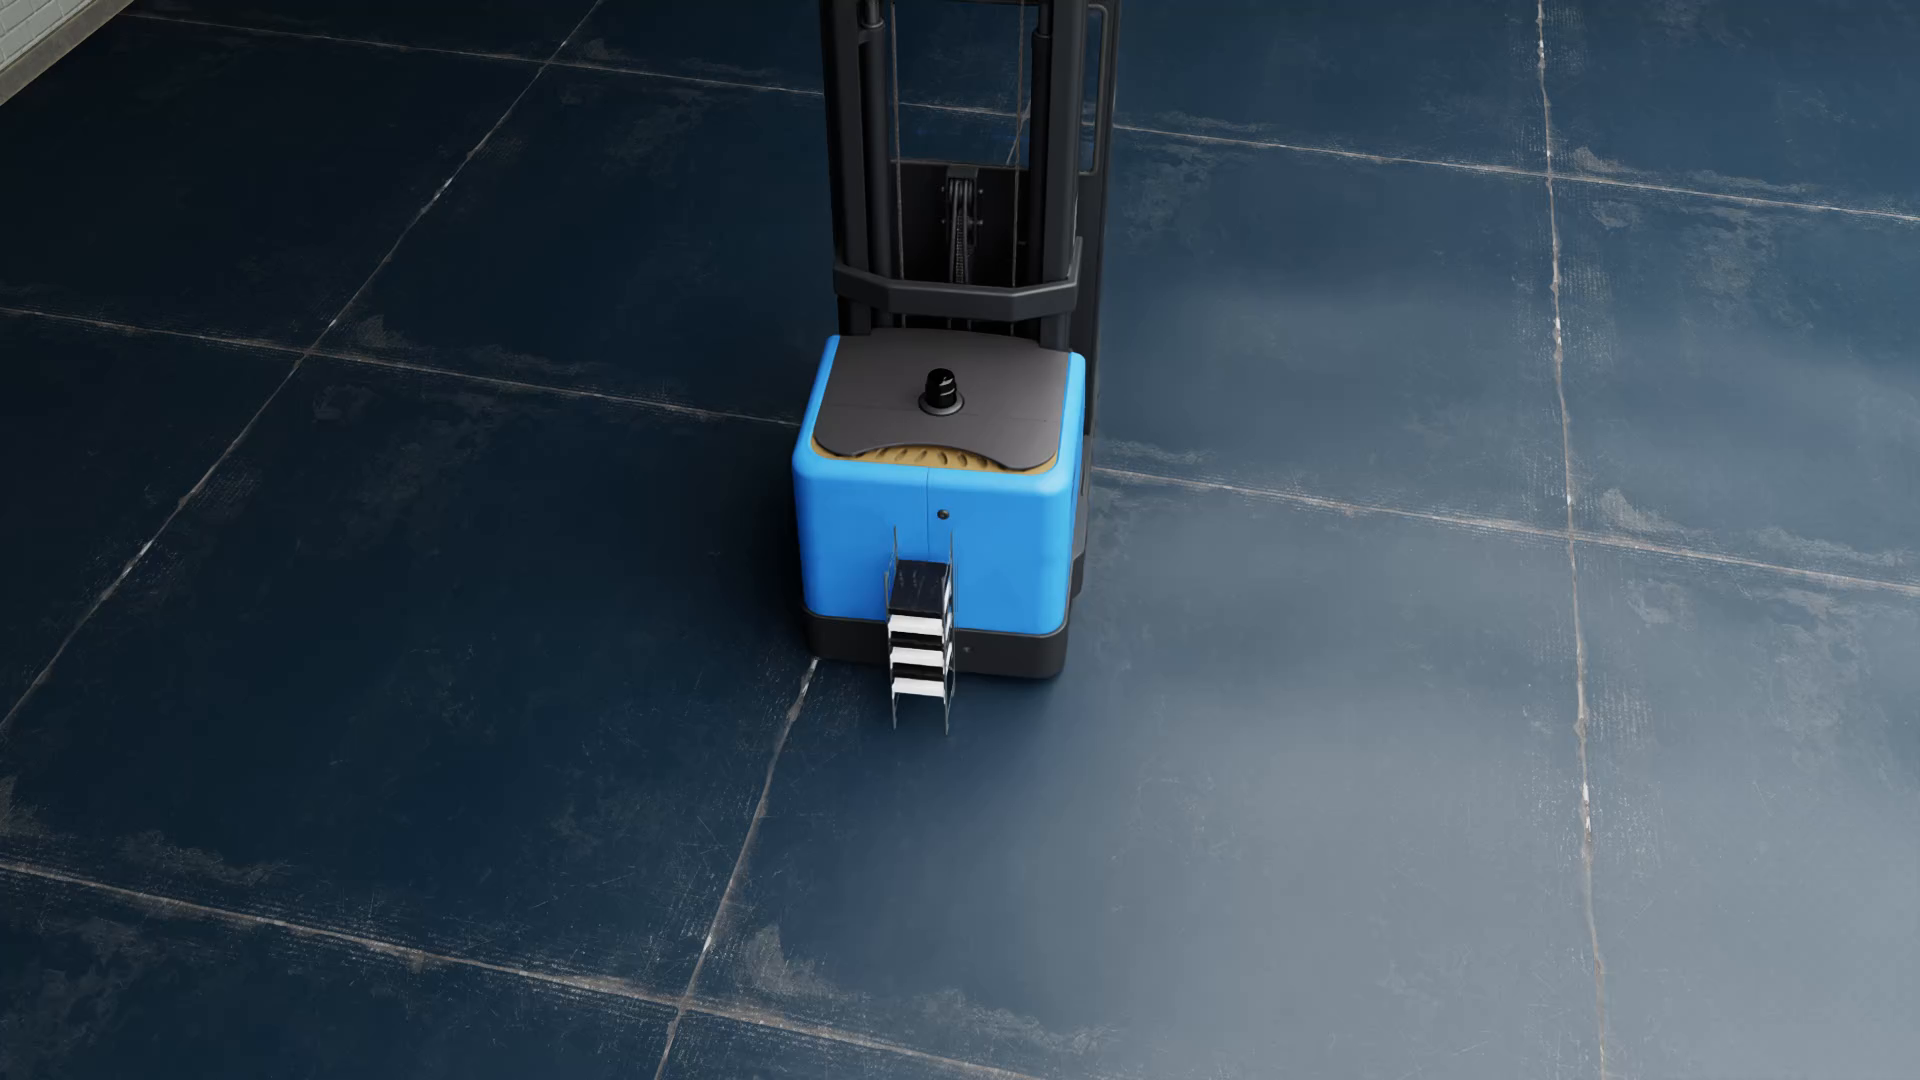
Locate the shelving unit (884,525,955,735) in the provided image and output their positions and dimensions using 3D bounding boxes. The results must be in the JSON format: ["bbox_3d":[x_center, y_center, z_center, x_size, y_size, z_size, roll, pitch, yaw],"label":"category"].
[{"bbox_3d":[-0.142,0.349,6.188,0.210,0.900,0.258,5,47,6],"label":"shelving unit"}]

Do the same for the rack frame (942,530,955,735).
[{"bbox_3d":[-0.041,0.358,6.179,0.006,0.900,0.240,5,47,6],"label":"rack frame"}]

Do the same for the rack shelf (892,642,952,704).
[{"bbox_3d":[-0.140,0.495,6.344,0.200,0.077,0.258,5,47,6],"label":"rack shelf"}]

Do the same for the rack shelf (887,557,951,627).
[{"bbox_3d":[-0.144,0.187,6.015,0.200,0.077,0.258,5,47,6],"label":"rack shelf"}]

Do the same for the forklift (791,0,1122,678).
[{"bbox_3d":[0.065,-1.537,6.694,1.130,2.935,3.031,5,44,5],"label":"forklift"}]

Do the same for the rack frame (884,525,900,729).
[{"bbox_3d":[-0.243,0.340,6.198,0.006,0.900,0.240,5,47,6],"label":"rack frame"}]

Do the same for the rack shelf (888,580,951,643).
[{"bbox_3d":[-0.143,0.249,6.081,0.200,0.077,0.258,5,47,6],"label":"rack shelf"}]

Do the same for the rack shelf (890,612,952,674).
[{"bbox_3d":[-0.142,0.372,6.213,0.200,0.077,0.258,5,47,6],"label":"rack shelf"}]

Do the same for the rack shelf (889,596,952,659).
[{"bbox_3d":[-0.142,0.310,6.147,0.200,0.077,0.258,5,47,6],"label":"rack shelf"}]

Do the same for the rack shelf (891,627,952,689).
[{"bbox_3d":[-0.141,0.433,6.278,0.200,0.077,0.258,5,47,6],"label":"rack shelf"}]
